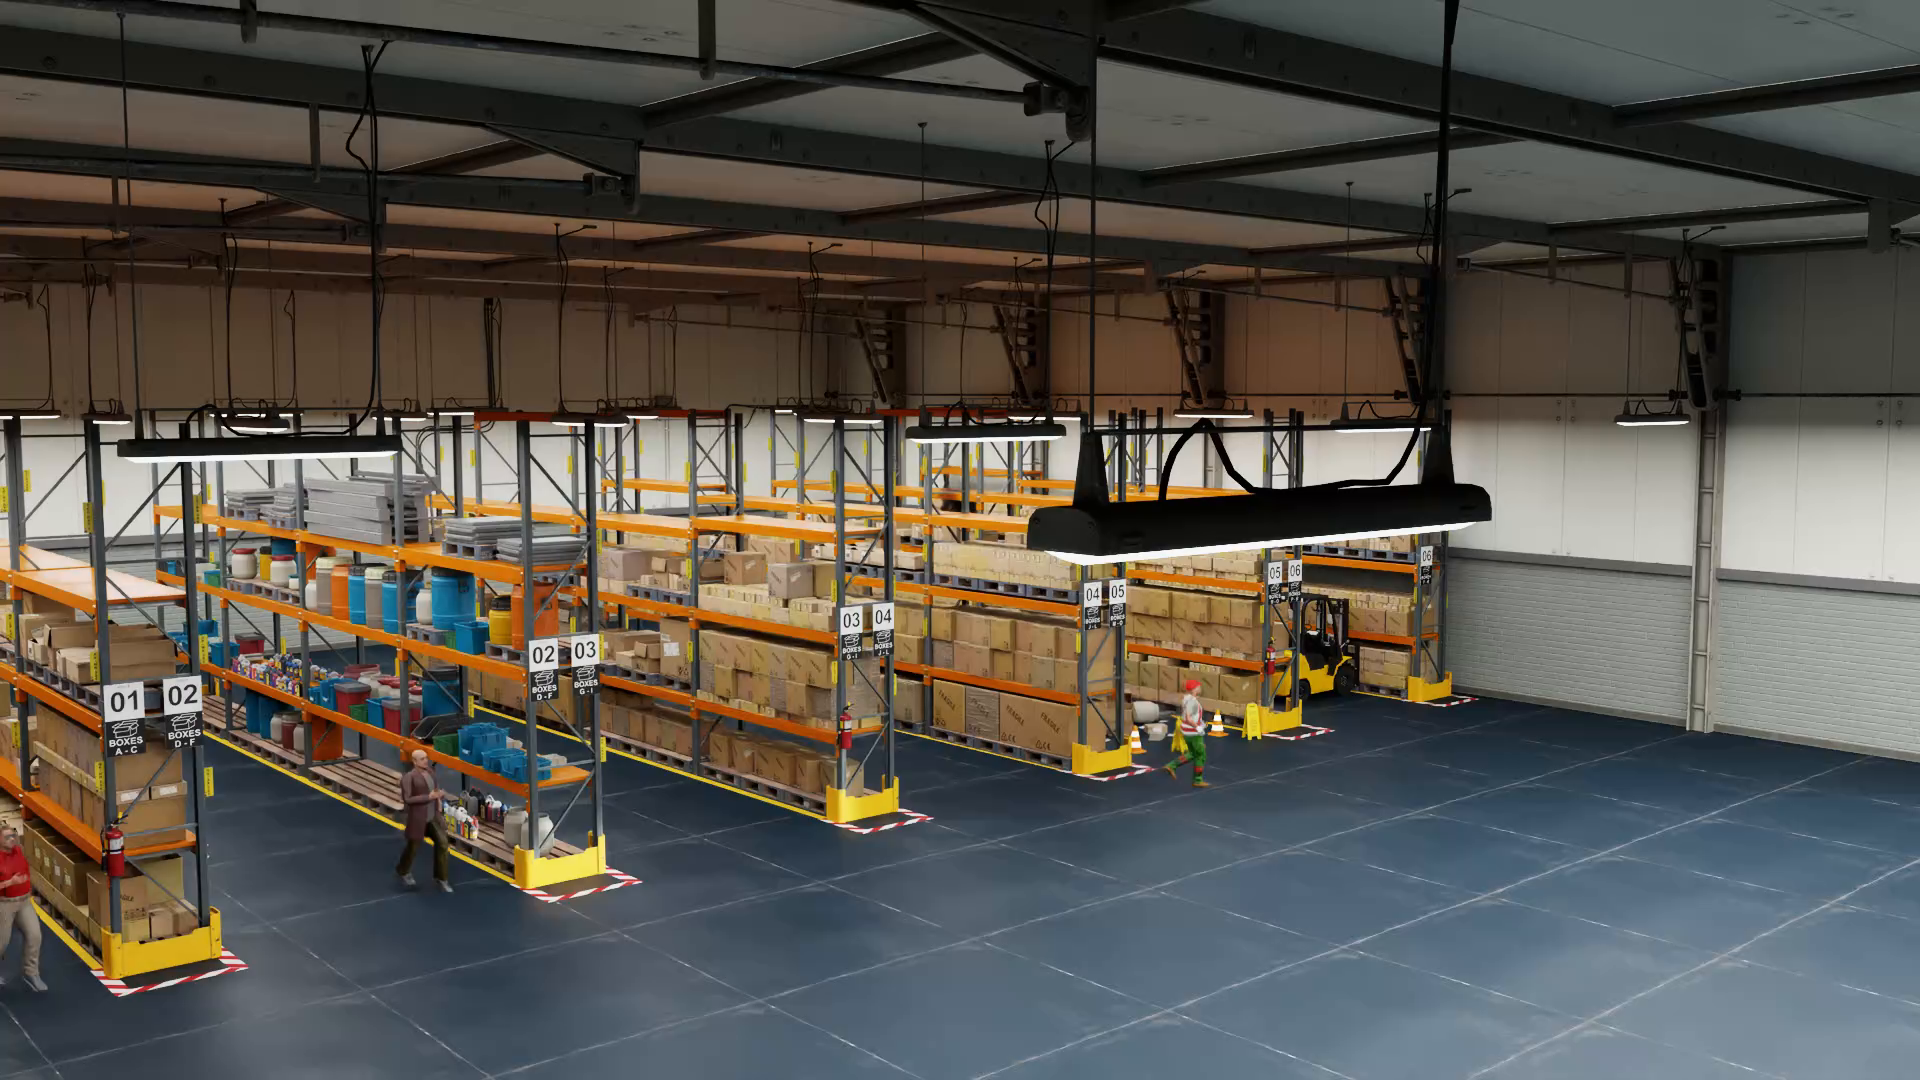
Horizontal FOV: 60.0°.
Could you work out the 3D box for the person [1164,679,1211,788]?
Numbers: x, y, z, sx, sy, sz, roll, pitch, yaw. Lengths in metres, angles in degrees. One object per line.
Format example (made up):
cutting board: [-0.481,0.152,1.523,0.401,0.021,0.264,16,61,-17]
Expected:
person: [3.681,3.110,26.744,0.744,1.766,0.682,0,5,-3]

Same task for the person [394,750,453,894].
person: [-6.867,3.577,21.192,0.870,1.843,0.678,3,6,32]

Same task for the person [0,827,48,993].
person: [-10.085,3.922,17.631,0.771,1.782,0.645,2,5,23]
